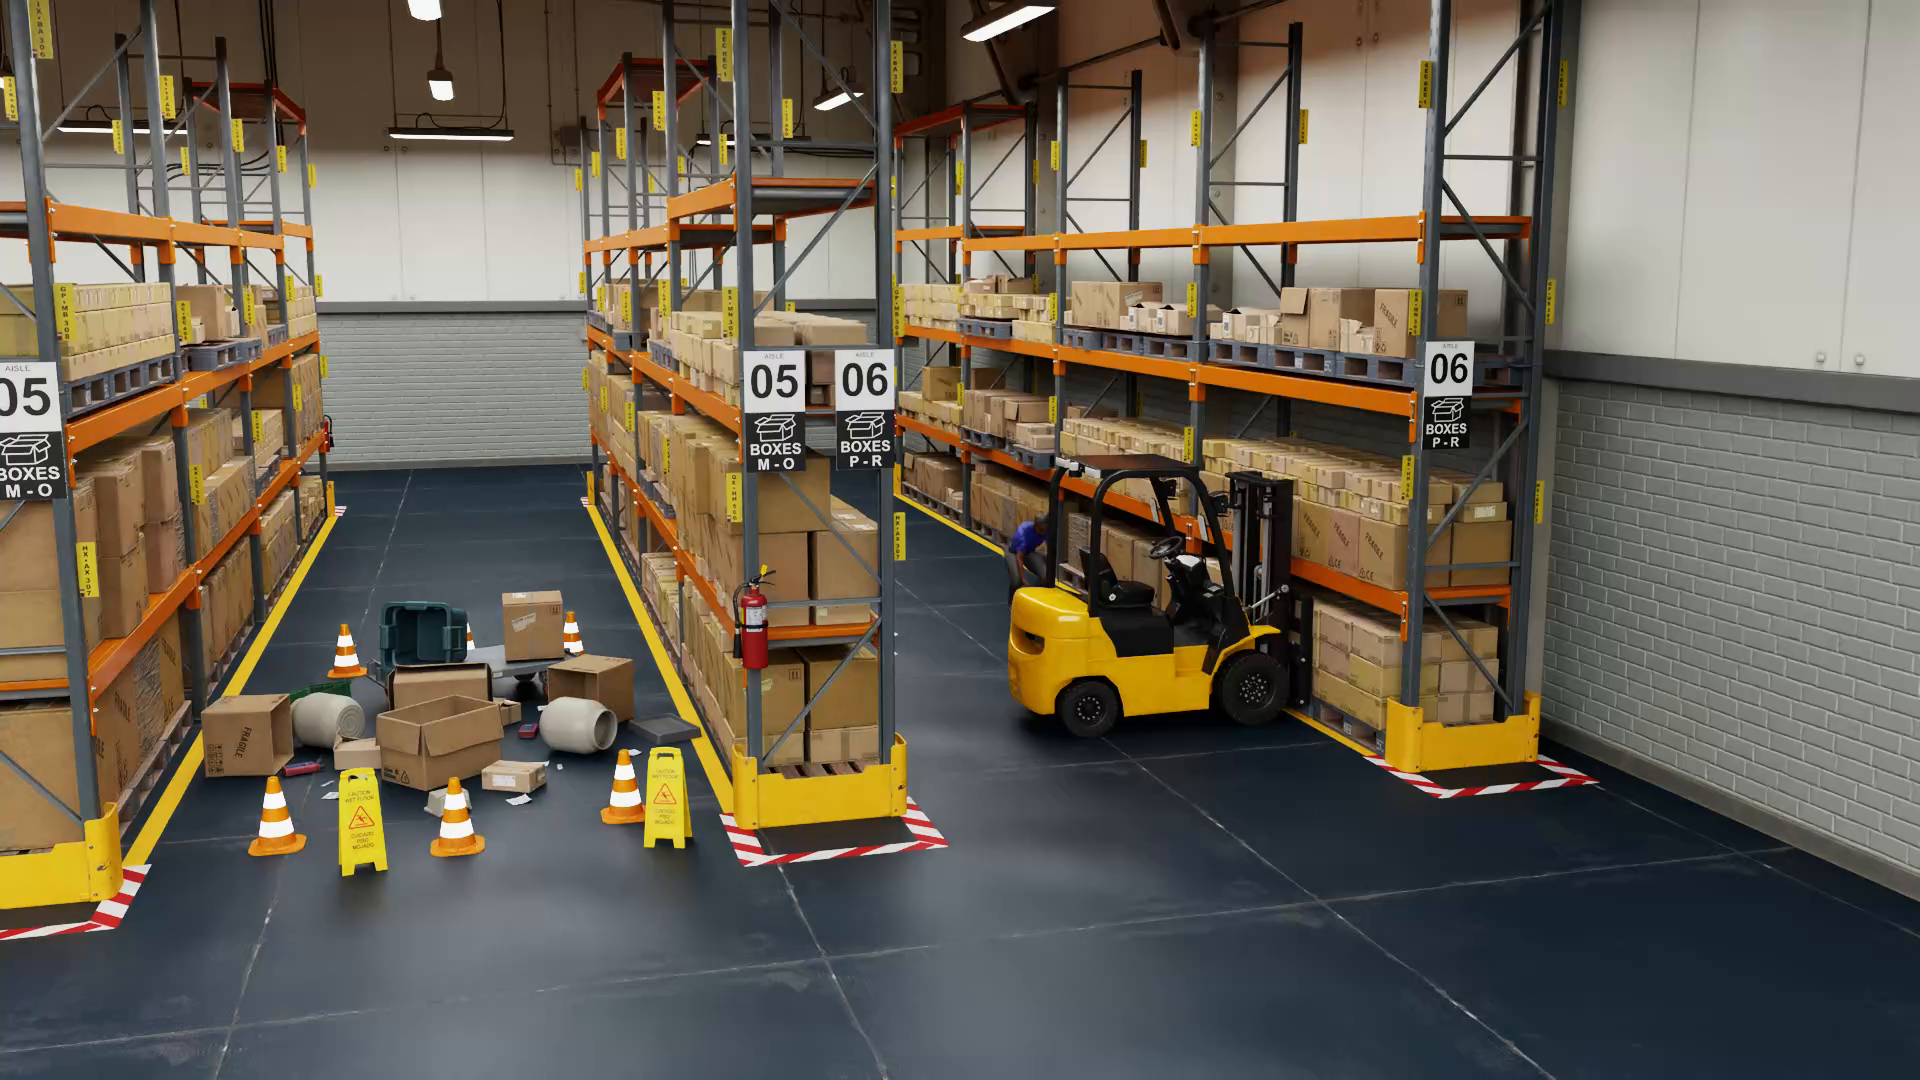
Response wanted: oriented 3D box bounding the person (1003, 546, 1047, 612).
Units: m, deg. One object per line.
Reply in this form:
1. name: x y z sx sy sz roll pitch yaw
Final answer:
1. person: 0.772 0.451 18.064 0.464 0.768 0.874 -3 10 -20
